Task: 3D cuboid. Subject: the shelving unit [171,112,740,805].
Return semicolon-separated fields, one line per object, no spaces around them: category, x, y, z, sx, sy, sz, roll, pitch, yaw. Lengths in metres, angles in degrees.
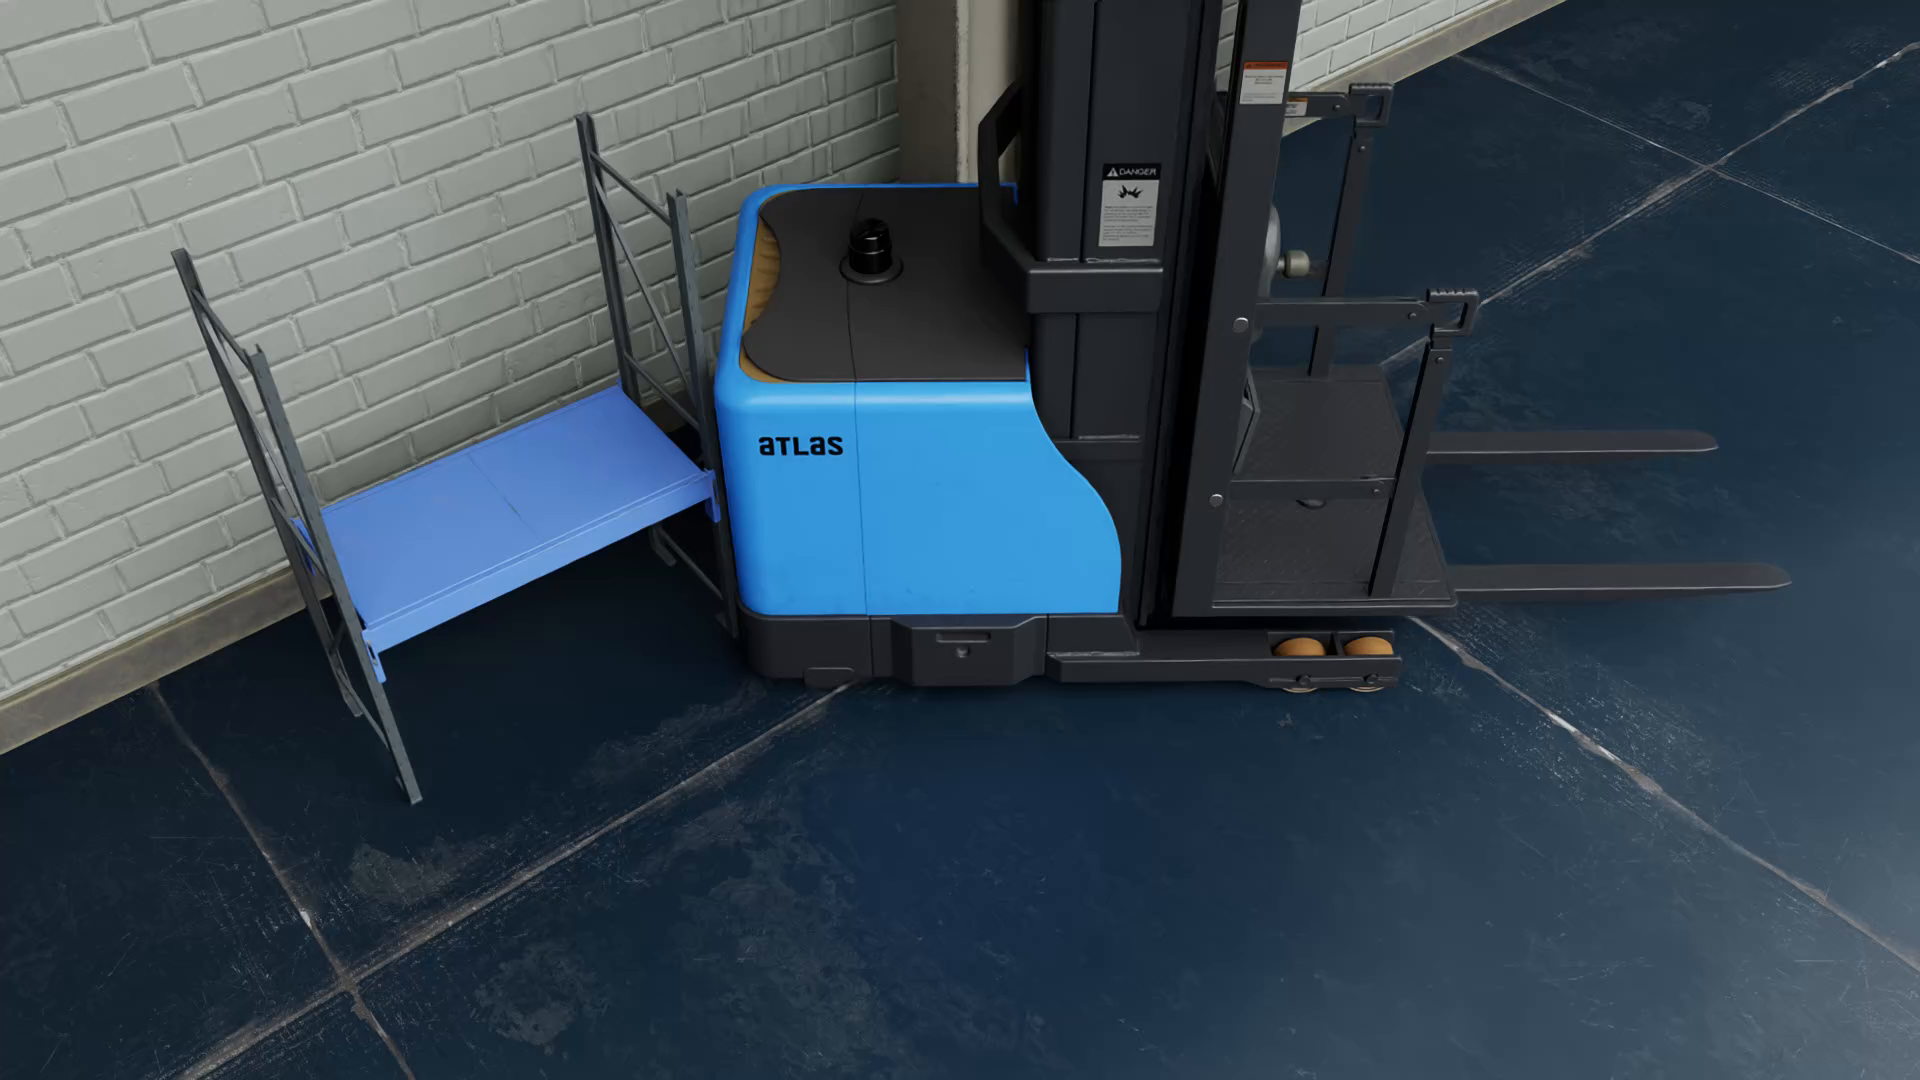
shelving unit;-1.214;-0.185;4.351;1.048;1.500;0.538;-28;50;-26

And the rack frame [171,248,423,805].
rack frame;-1.618;0.027;4.126;0.032;1.500;0.500;-28;50;-26

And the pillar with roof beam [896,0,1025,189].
pillar with roof beam;2.803;-1.867;0.664;0.400;9.000;9.100;-30;51;-28

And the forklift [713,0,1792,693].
forklift;0.881;-0.995;4.168;3.031;2.935;1.130;-1;43;-1

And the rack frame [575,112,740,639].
rack frame;-0.810;-0.396;4.576;0.032;1.500;0.500;-28;50;-26

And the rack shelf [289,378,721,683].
rack shelf;-1.214;-0.054;4.474;1.000;0.185;0.538;-28;50;-26
